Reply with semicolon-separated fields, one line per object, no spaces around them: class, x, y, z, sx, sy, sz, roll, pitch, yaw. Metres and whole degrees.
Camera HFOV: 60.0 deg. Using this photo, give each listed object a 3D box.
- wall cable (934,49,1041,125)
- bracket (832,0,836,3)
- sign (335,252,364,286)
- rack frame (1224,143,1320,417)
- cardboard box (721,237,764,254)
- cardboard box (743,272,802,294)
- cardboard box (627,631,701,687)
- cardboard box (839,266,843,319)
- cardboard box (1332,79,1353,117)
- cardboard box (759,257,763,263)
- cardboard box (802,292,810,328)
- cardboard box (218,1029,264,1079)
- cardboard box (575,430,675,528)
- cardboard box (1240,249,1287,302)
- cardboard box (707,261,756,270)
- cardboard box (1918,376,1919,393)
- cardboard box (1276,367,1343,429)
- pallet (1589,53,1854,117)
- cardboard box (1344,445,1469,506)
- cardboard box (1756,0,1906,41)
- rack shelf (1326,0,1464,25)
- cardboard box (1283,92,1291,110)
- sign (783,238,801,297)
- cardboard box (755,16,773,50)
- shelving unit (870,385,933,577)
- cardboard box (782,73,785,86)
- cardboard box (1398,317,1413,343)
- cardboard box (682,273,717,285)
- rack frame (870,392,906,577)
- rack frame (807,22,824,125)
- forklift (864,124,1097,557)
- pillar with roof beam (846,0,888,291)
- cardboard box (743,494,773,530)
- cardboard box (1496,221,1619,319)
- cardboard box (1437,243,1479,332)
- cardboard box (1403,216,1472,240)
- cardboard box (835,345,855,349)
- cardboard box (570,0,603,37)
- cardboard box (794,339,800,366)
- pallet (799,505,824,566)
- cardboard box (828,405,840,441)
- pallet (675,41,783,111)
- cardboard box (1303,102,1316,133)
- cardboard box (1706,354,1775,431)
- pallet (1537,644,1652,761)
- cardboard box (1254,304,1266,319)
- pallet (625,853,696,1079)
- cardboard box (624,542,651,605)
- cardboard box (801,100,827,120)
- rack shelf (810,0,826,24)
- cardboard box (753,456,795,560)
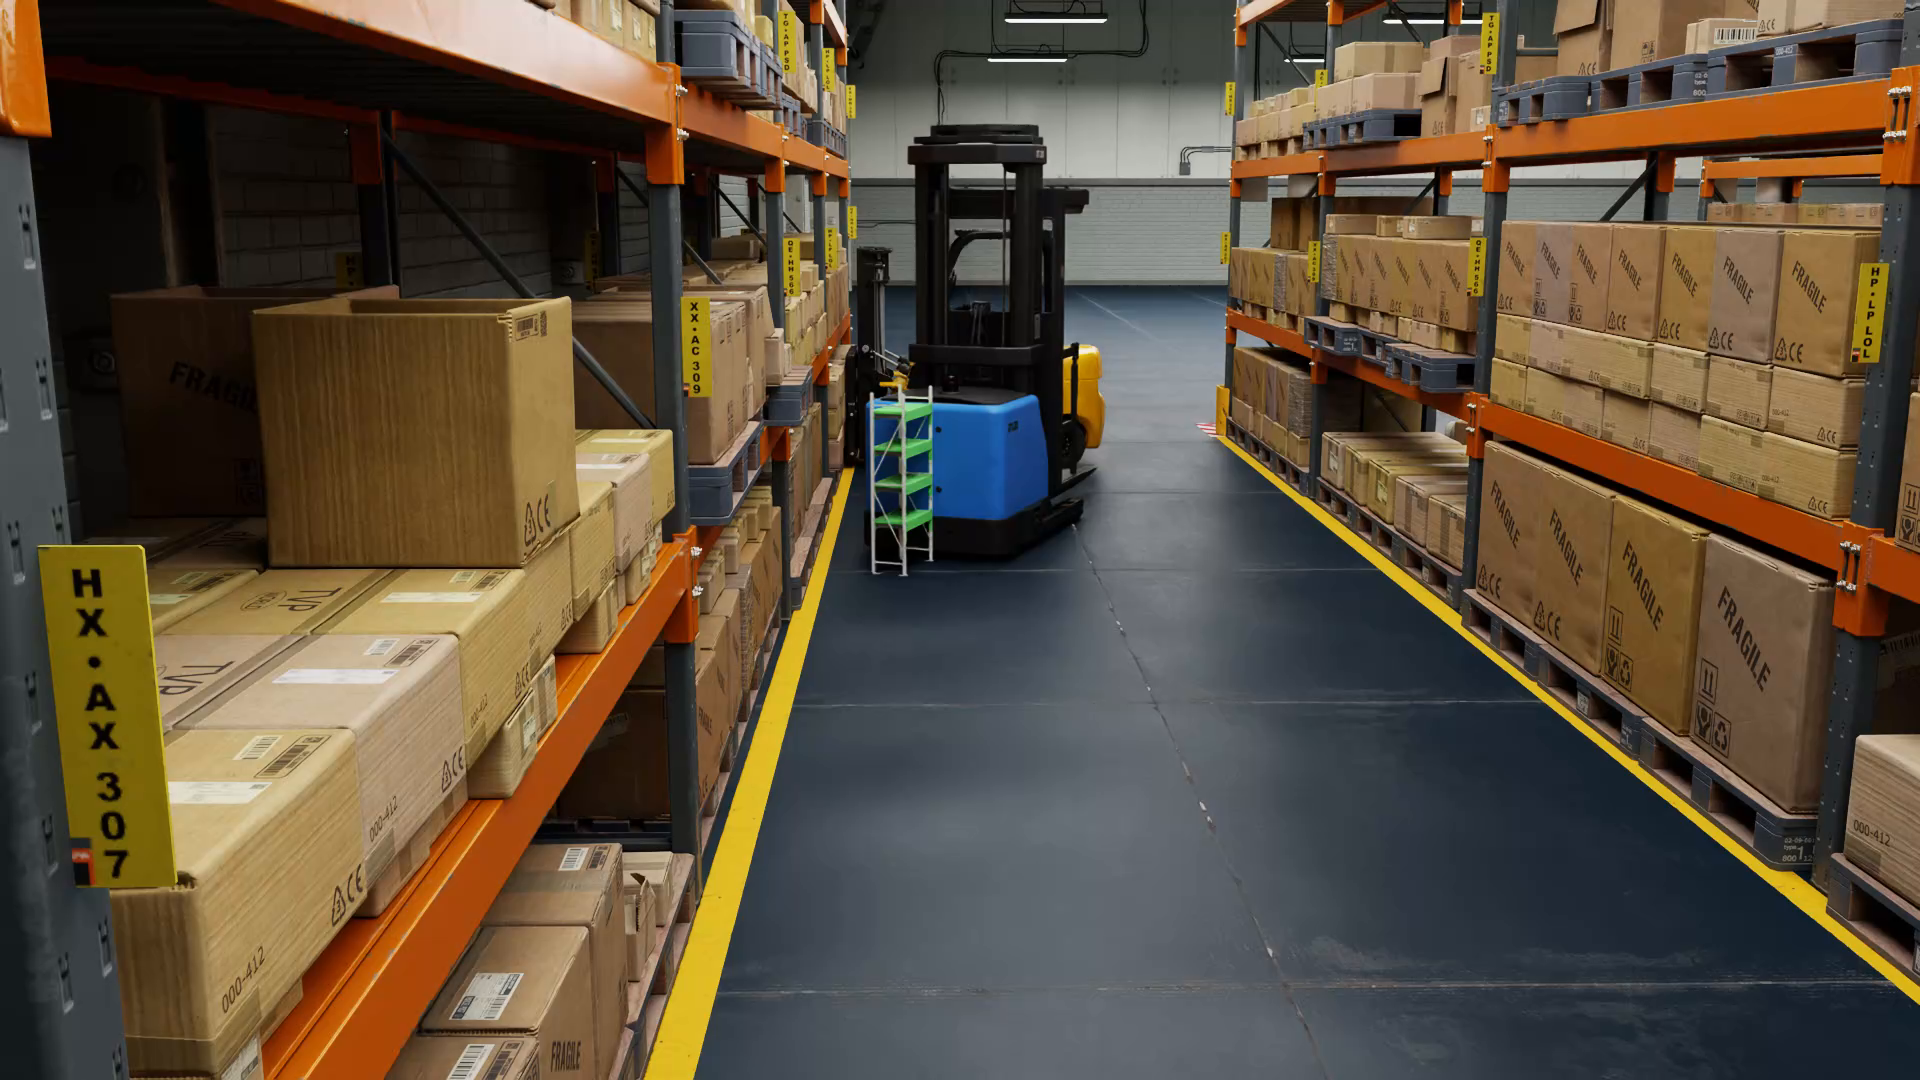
wall cable;0.802;-12.906;48.150;3.097;2.526;0.112;0;11;-1
bracket;-2.552;-10.648;32.860;0.235;0.232;0.430;0;11;-1
sign;-1.964;-0.768;5.390;0.100;0.325;0.005;0;11;-1
rack frame;3.305;-2.610;17.382;1.000;3.000;0.127;0;11;-1
cardboard box;-1.919;-2.573;14.565;0.380;0.149;0.250;0;11;-2
cardboard box;-1.241;-1.687;10.947;0.380;0.149;0.250;0;11;0
cardboard box;-1.151;0.425;6.019;0.380;0.149;0.250;0;11;2
cardboard box;-1.372;-2.336;15.780;0.500;0.500;0.500;0;11;-2
cardboard box;3.011;-3.199;12.060;0.500;0.250;0.500;0;11;-2
cardboard box;-1.875;-2.326;14.097;0.380;0.149;0.250;0;11;0
cardboard box;-1.294;-1.565;11.348;0.500;0.250;0.500;0;11;0
cardboard box;-1.059;0.648;1.953;0.380;0.149;0.250;0;11;-2
cardboard box;-1.155;-0.176;5.011;0.500;0.250;0.500;0;11;0
cardboard box;3.052;-2.607;16.365;0.500;0.500;0.500;0;11;1
cardboard box;-1.782;-2.090;12.935;0.380;0.149;0.250;0;11;-2
cardboard box;3.321;-0.668;5.043;0.500;0.500;0.500;0;11;-1
cardboard box;3.095;-1.259;14.692;0.500;0.500;0.500;0;11;0
pallet;3.563;-2.048;7.538;1.003;0.211;1.213;0;11;1
cardboard box;3.420;-0.486;12.464;0.950;0.372;0.625;0;11;2
cardboard box;3.325;-2.031;6.152;0.500;0.311;0.500;0;11;-1
rack shelf;3.429;-3.809;11.017;1.077;0.370;4.000;0;11;-1
cardboard box;3.069;-3.873;14.686;0.380;0.149;0.250;0;11;0
sign;-0.949;-1.532;9.352;0.100;0.325;0.005;0;11;-1
cardboard box;-1.189;-2.670;8.755;0.380;0.149;0.250;0;11;1
shelving unit;-0.383;-0.401;11.019;0.258;1.200;0.503;4;12;19
cardboard box;-1.195;-2.680;9.460;0.380;0.166;0.250;0;11;-1
cardboard box;3.084;-1.375;10.866;0.380;0.149;0.250;0;11;0
cardboard box;-1.765;-1.634;10.685;0.380;0.149;0.250;0;11;-1
rack frame;-0.466;-0.356;10.794;0.240;1.200;0.015;4;12;19
rack frame;-1.574;-4.734;12.762;1.000;3.000;0.127;0;11;-1
forklift;0.314;-1.574;12.448;1.130;2.935;3.031;4;12;19
pillar with roof beam;1.140;-11.368;45.462;9.100;9.000;0.548;0;11;-1
cardboard box;-1.192;-0.146;8.835;0.380;0.149;0.250;-1;11;-4
cardboard box;3.236;-1.460;8.945;0.500;0.500;0.500;-1;11;-3
cardboard box;3.183;-1.510;9.901;0.500;0.500;0.500;-1;11;-3
cardboard box;3.155;-2.063;10.995;0.380;0.149;0.250;-1;11;-4
cardboard box;-1.336;-1.847;16.965;0.500;0.250;0.500;0;11;1
cardboard box;-1.107;-1.330;4.156;0.380;0.149;0.250;0;11;-1
cardboard box;-1.262;-1.115;10.386;0.500;0.250;0.500;0;11;-2
pallet;-1.492;-0.038;11.716;1.003;0.211;1.213;0;11;-1
cardboard box;-1.276;-0.995;14.020;0.500;0.250;0.500;0;11;-1
pallet;-1.377;-1.918;6.896;1.213;0.211;1.003;0;11;-1
cardboard box;3.110;-3.445;13.578;0.500;0.250;0.500;0;11;-2
cardboard box;3.283;-0.582;6.506;0.500;0.250;0.500;0;11;0
pallet;3.434;0.745;7.854;1.003;0.211;1.213;0;11;-1
cardboard box;3.047;-2.214;16.058;0.380;0.149;0.250;0;11;0
pallet;-1.396;1.299;5.124;1.003;0.211;1.213;0;11;-1
cardboard box;-1.093;0.085;4.728;0.380;0.149;0.250;0;11;0
cardboard box;-1.280;-3.486;13.479;0.380;0.149;0.250;0;11;0
rack shelf;-1.533;-3.788;10.913;1.077;0.370;4.000;0;11;-1
cardboard box;-1.491;-0.165;10.245;0.875;0.625;0.625;0;11;1
